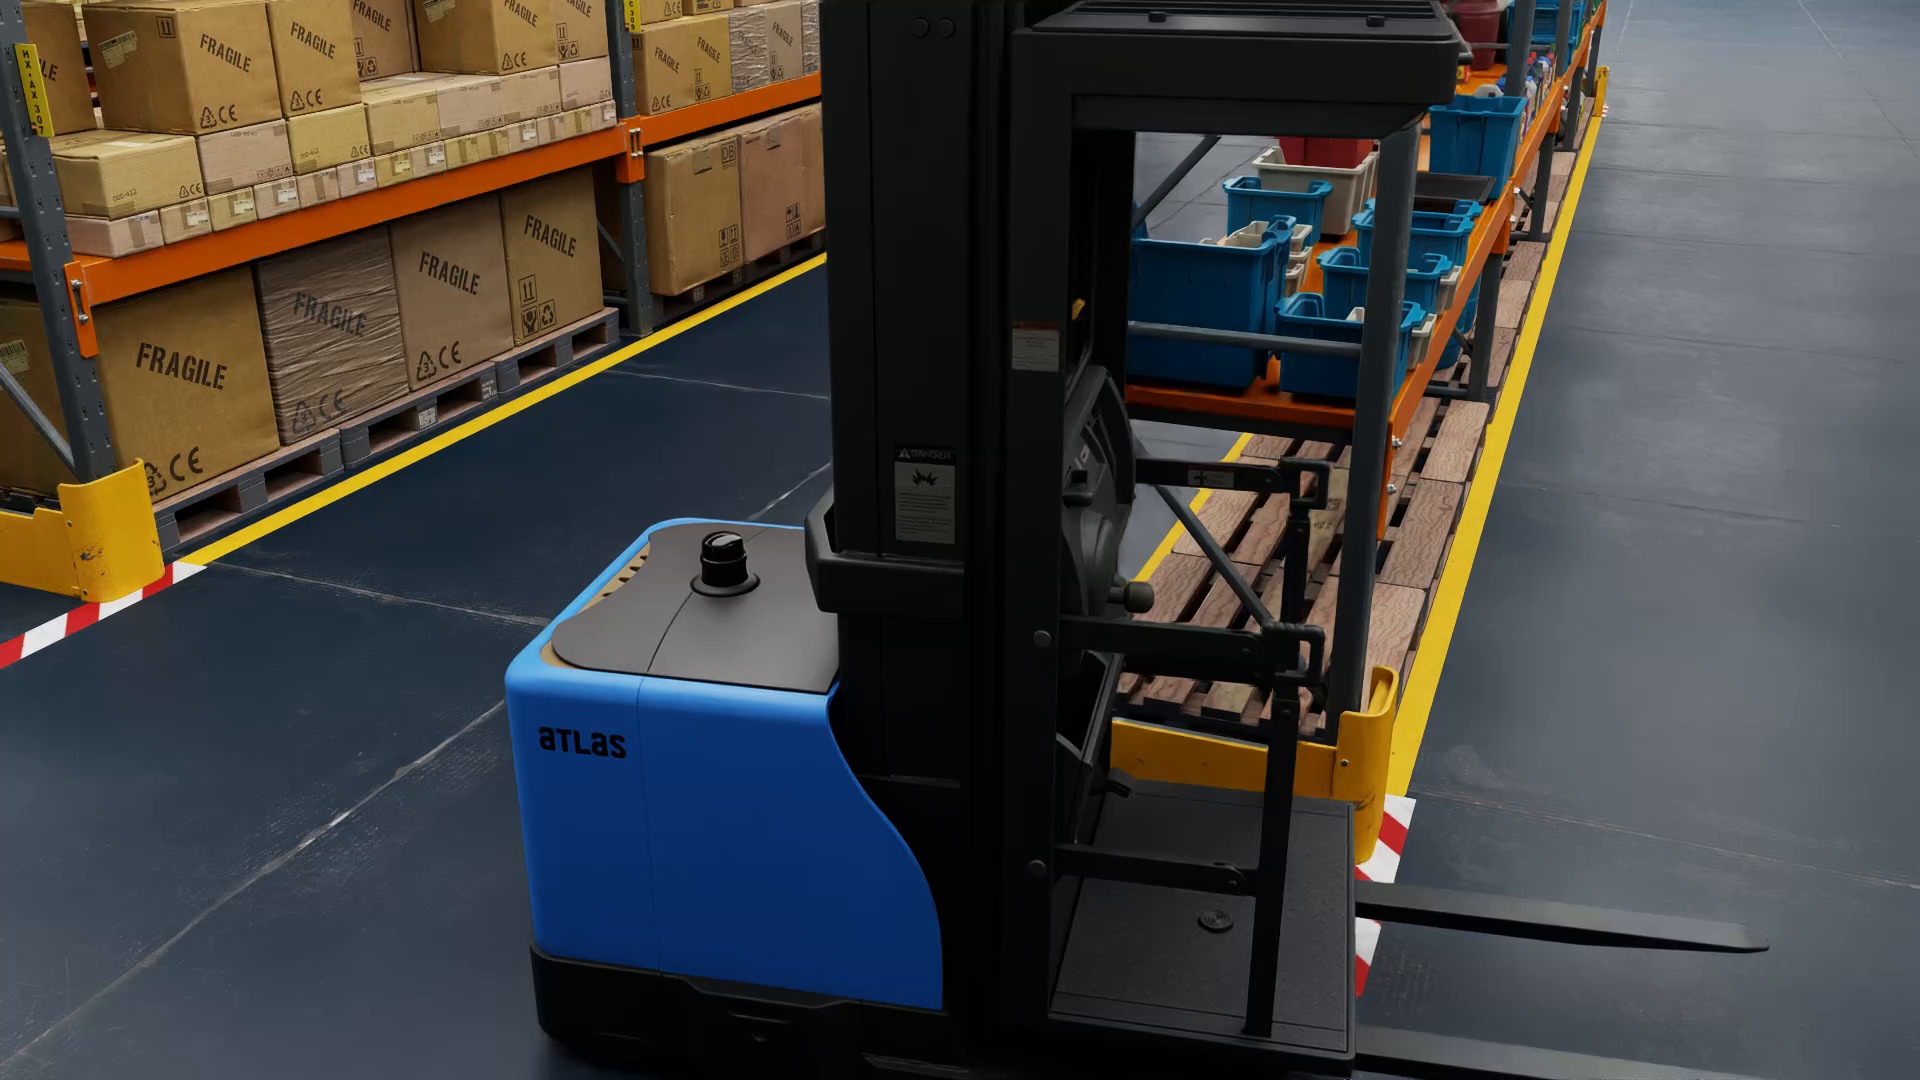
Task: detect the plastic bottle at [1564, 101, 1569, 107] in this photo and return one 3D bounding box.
[{"bbox_3d":[5.957,-4.161,16.289,0.097,0.271,0.097,0,23,0],"label":"plastic bottle"}]

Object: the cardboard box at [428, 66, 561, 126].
[{"bbox_3d":[-2.498,-2.395,8.901,0.500,0.250,0.500,10,24,22],"label":"cardboard box"}]

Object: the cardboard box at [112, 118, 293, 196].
[{"bbox_3d":[-3.258,-1.665,7.153,0.500,0.250,0.500,8,24,19],"label":"cardboard box"}]

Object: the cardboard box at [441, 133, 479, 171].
[{"bbox_3d":[-2.674,-1.976,8.416,0.380,0.149,0.250,8,24,19],"label":"cardboard box"}]

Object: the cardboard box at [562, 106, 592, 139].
[{"bbox_3d":[-2.293,-2.344,9.296,0.380,0.149,0.250,9,24,21],"label":"cardboard box"}]

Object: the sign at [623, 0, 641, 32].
[{"bbox_3d":[-1.872,-3.065,9.471,0.100,0.325,0.005,9,24,20],"label":"sign"}]

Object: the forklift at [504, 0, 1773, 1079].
[{"bbox_3d":[0.508,-0.134,3.768,3.031,2.935,1.130,5,23,11],"label":"forklift"}]

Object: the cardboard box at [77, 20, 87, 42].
[{"bbox_3d":[-6.382,-3.608,11.776,0.380,0.149,0.250,8,24,18],"label":"cardboard box"}]

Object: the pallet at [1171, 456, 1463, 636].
[{"bbox_3d":[1.522,-0.006,6.990,1.003,0.211,1.213,9,24,20],"label":"pallet"}]

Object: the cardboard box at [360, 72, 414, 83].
[{"bbox_3d":[-3.182,-2.282,8.631,0.500,0.250,0.500,9,24,21],"label":"cardboard box"}]

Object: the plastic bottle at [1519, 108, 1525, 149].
[{"bbox_3d":[2.941,-2.219,8.839,0.097,0.271,0.097,0,23,0],"label":"plastic bottle"}]

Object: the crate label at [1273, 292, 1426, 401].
[{"bbox_3d":[1.122,-0.559,4.837,0.416,0.233,0.303,9,24,20],"label":"crate label"}]

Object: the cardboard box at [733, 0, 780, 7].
[{"bbox_3d":[-1.676,-3.916,11.301,0.797,0.503,0.637,10,25,22],"label":"cardboard box"}]

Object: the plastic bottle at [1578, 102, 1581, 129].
[{"bbox_3d":[6.038,-4.162,16.275,0.061,0.283,0.133,10,25,22],"label":"plastic bottle"}]

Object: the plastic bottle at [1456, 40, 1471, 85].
[{"bbox_3d":[3.377,-3.243,11.283,0.152,0.276,0.135,9,24,20],"label":"plastic bottle"}]

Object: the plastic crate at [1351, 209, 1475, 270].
[{"bbox_3d":[1.611,-1.031,5.965,0.416,0.233,0.300,9,24,20],"label":"plastic crate"}]

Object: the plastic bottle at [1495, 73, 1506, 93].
[{"bbox_3d":[3.173,-2.593,9.733,0.097,0.271,0.097,0,23,0],"label":"plastic bottle"}]

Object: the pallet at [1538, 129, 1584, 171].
[{"bbox_3d":[5.470,-3.810,16.097,1.003,0.211,1.213,9,24,20],"label":"pallet"}]

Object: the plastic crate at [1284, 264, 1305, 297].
[{"bbox_3d":[0.981,-0.893,5.761,0.396,0.136,0.243,9,24,20],"label":"plastic crate"}]

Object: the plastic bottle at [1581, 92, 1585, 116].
[{"bbox_3d":[6.274,-4.433,16.935,0.152,0.276,0.135,9,24,20],"label":"plastic bottle"}]

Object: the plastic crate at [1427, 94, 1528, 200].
[{"bbox_3d":[2.354,-1.804,7.619,0.392,0.384,0.575,9,24,20],"label":"plastic crate"}]

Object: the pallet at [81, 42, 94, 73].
[{"bbox_3d":[-6.536,-3.619,12.270,1.003,0.211,1.213,9,24,20],"label":"pallet"}]

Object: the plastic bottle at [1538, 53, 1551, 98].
[{"bbox_3d":[3.724,-2.974,10.646,0.097,0.271,0.097,0,23,0],"label":"plastic bottle"}]

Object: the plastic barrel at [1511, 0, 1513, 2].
[{"bbox_3d":[4.190,-4.196,13.228,0.433,0.535,0.433,0,23,0],"label":"plastic barrel"}]

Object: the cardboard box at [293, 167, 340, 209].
[{"bbox_3d":[-3.056,-1.609,7.536,0.380,0.149,0.250,8,24,19],"label":"cardboard box"}]

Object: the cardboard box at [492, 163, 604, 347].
[{"bbox_3d":[-2.707,-1.697,9.633,0.875,0.875,0.875,9,24,20],"label":"cardboard box"}]

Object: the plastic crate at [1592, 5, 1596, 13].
[{"bbox_3d":[5.495,-5.002,15.415,0.767,0.338,0.504,9,24,20],"label":"plastic crate"}]

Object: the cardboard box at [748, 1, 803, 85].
[{"bbox_3d":[-1.426,-3.428,11.435,0.500,0.500,0.500,9,24,21],"label":"cardboard box"}]

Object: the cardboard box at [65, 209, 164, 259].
[{"bbox_3d":[-3.435,-1.241,6.655,0.380,0.149,0.250,9,24,21],"label":"cardboard box"}]

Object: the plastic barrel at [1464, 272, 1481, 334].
[{"bbox_3d":[2.692,-1.670,9.535,0.600,0.901,0.708,9,24,20],"label":"plastic barrel"}]

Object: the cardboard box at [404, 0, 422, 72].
[{"bbox_3d":[-2.993,-2.812,8.927,0.500,0.500,0.500,9,24,20],"label":"cardboard box"}]

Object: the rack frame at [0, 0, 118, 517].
[{"bbox_3d":[-3.874,-1.277,6.415,1.000,3.000,0.127,9,24,20],"label":"rack frame"}]

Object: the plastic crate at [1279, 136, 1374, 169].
[{"bbox_3d":[1.646,-1.773,7.441,0.402,0.464,0.583,9,24,20],"label":"plastic crate"}]

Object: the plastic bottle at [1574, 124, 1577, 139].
[{"bbox_3d":[5.783,-3.898,15.750,0.097,0.201,0.097,0,23,0],"label":"plastic bottle"}]

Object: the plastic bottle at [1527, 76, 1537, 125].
[{"bbox_3d":[3.271,-2.538,9.600,0.097,0.271,0.097,0,23,0],"label":"plastic bottle"}]

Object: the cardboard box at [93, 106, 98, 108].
[{"bbox_3d":[-6.436,-3.068,12.427,0.500,0.250,0.500,8,24,18],"label":"cardboard box"}]

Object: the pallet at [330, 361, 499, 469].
[{"bbox_3d":[-3.195,-0.723,8.706,1.003,0.211,1.213,9,24,20],"label":"pallet"}]

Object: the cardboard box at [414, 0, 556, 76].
[{"bbox_3d":[-2.500,-2.741,8.756,0.500,0.500,0.500,9,24,21],"label":"cardboard box"}]

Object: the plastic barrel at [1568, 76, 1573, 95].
[{"bbox_3d":[6.495,-5.093,18.233,0.421,0.512,0.421,0,23,0],"label":"plastic barrel"}]

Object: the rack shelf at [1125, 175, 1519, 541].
[{"bbox_3d":[1.468,-0.952,6.570,1.077,0.370,4.000,9,24,20],"label":"rack shelf"}]

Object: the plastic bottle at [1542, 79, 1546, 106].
[{"bbox_3d":[3.580,-2.803,10.326,0.097,0.201,0.097,0,23,0],"label":"plastic bottle"}]

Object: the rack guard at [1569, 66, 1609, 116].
[{"bbox_3d":[6.684,-5.106,18.826,1.175,0.500,0.348,9,24,20],"label":"rack guard"}]

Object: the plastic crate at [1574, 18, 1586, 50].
[{"bbox_3d":[4.797,-4.101,13.450,0.450,0.188,0.662,9,24,20],"label":"plastic crate"}]

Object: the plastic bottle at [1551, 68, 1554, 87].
[{"bbox_3d":[3.883,-3.094,11.024,0.097,0.201,0.097,0,23,0],"label":"plastic bottle"}]

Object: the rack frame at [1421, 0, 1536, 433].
[{"bbox_3d":[2.211,-1.999,8.144,1.000,3.000,0.127,9,24,20],"label":"rack frame"}]

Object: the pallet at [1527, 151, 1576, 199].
[{"bbox_3d":[4.927,-3.289,14.849,1.003,0.211,1.213,9,24,20],"label":"pallet"}]
